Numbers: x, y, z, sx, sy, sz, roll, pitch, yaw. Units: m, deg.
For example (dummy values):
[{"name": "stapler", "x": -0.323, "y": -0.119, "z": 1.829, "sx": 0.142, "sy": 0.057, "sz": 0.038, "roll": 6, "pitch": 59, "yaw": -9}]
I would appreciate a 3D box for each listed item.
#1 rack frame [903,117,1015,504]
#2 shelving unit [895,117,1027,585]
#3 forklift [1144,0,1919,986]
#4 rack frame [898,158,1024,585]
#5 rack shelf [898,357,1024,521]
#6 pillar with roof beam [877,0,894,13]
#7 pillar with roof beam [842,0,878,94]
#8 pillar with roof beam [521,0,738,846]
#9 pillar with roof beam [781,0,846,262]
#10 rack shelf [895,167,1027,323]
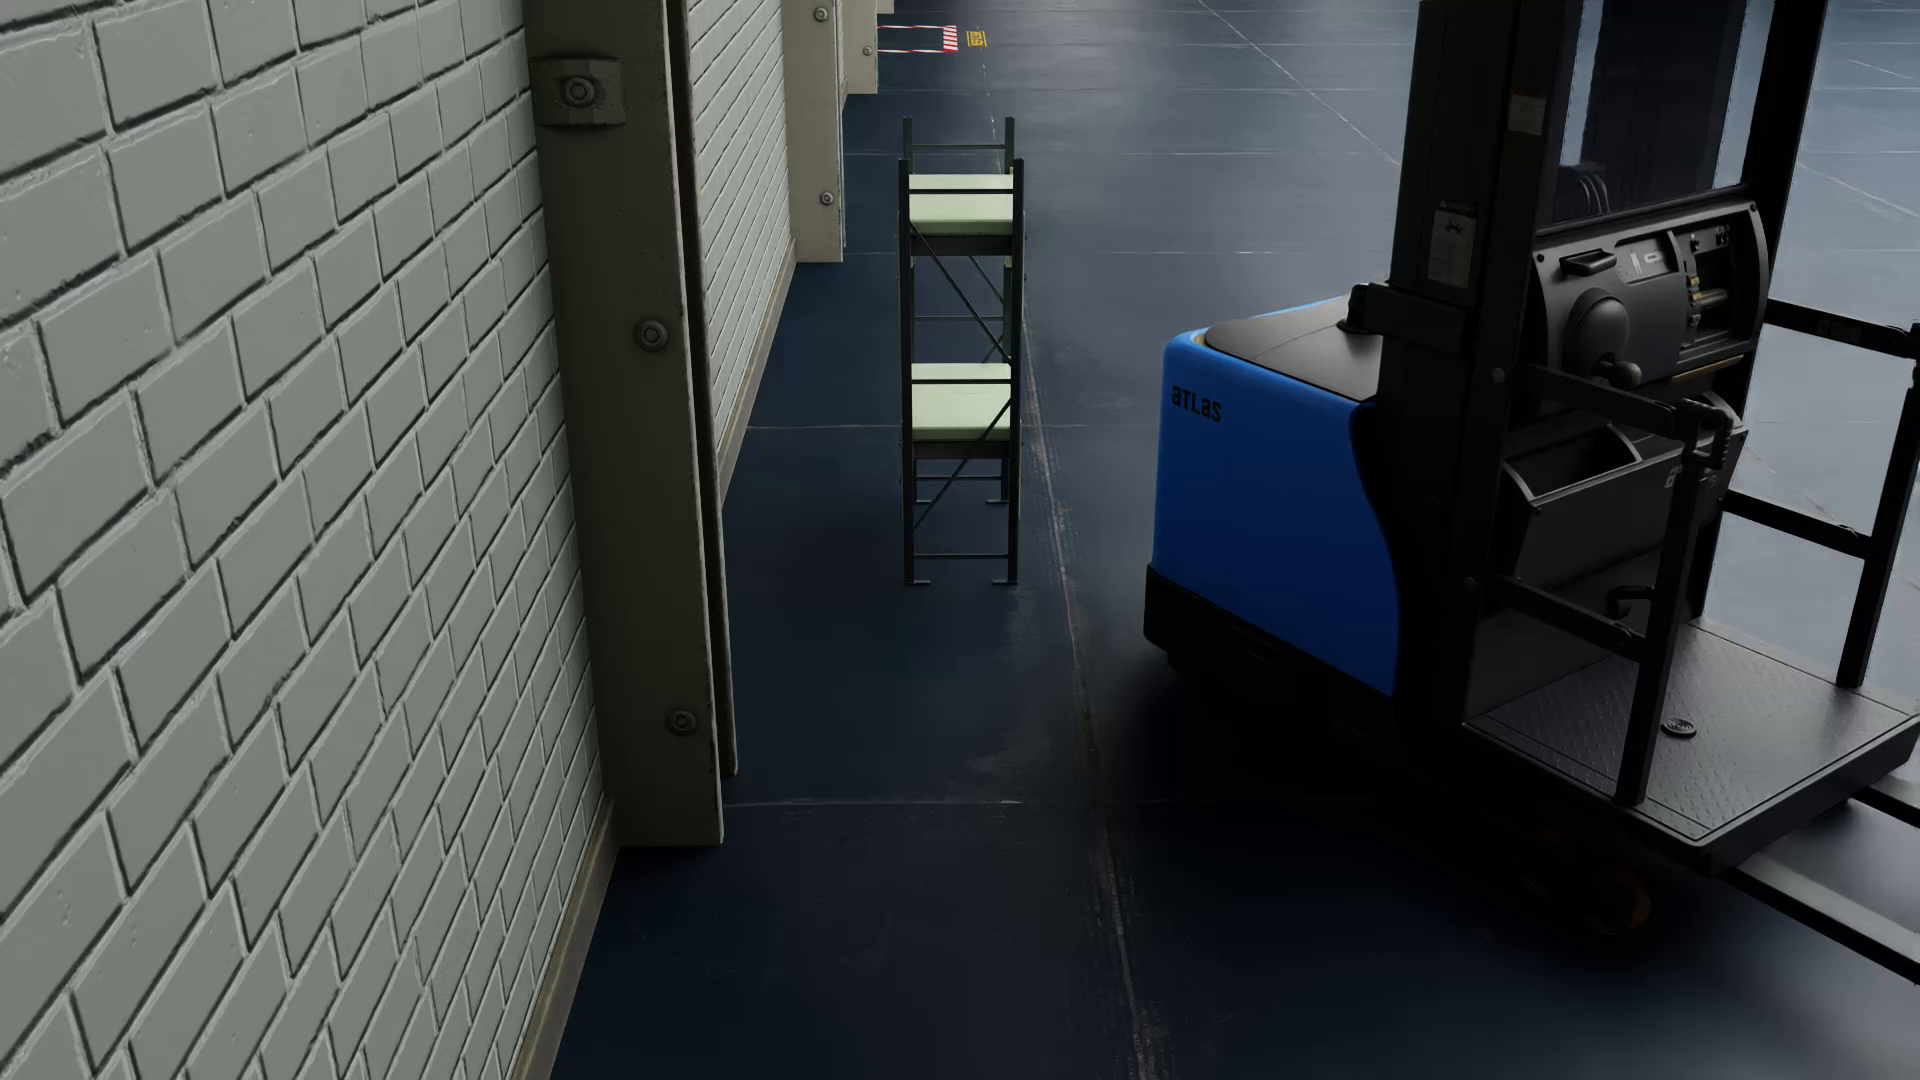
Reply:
[{"name": "rack frame", "x": -0.004, "y": -0.831, "z": 6.268, "sx": 0.400, "sy": 1.500, "sz": 0.023, "roll": 0, "pitch": 24, "yaw": -1}, {"name": "shelving unit", "x": 0.000, "y": -0.681, "z": 5.935, "sx": 0.431, "sy": 1.500, "sz": 0.755, "roll": 0, "pitch": 24, "yaw": -1}, {"name": "forklift", "x": 1.858, "y": -0.590, "z": 3.998, "sx": 1.130, "sy": 2.935, "sz": 3.031, "roll": -16, "pitch": 29, "yaw": -32}, {"name": "rack frame", "x": 0.004, "y": -0.530, "z": 5.601, "sx": 0.400, "sy": 1.500, "sz": 0.023, "roll": 0, "pitch": 24, "yaw": -1}, {"name": "rack shelf", "x": 0.000, "y": -0.384, "z": 6.069, "sx": 0.431, "sy": 0.370, "sz": 0.720, "roll": 0, "pitch": 24, "yaw": -1}, {"name": "pillar with roof beam", "x": 3.314, "y": -10.802, "z": 19.214, "sx": 9.100, "sy": 9.000, "sz": 0.400, "roll": 0, "pitch": 24, "yaw": -1}, {"name": "pillar with roof beam", "x": 3.379, "y": -8.330, "z": 13.748, "sx": 9.100, "sy": 9.000, "sz": 0.400, "roll": 0, "pitch": 24, "yaw": -1}, {"name": "pillar with roof beam", "x": 3.510, "y": -3.385, "z": 2.815, "sx": 9.100, "sy": 9.000, "sz": 0.400, "roll": 0, "pitch": 24, "yaw": -1}, {"name": "pillar with roof beam", "x": 3.445, "y": -5.858, "z": 8.281, "sx": 9.100, "sy": 9.000, "sz": 0.400, "roll": 0, "pitch": 24, "yaw": -1}, {"name": "rack shelf", "x": 0.000, "y": -1.036, "z": 5.774, "sx": 0.431, "sy": 0.370, "sz": 0.720, "roll": 0, "pitch": 24, "yaw": -1}]
